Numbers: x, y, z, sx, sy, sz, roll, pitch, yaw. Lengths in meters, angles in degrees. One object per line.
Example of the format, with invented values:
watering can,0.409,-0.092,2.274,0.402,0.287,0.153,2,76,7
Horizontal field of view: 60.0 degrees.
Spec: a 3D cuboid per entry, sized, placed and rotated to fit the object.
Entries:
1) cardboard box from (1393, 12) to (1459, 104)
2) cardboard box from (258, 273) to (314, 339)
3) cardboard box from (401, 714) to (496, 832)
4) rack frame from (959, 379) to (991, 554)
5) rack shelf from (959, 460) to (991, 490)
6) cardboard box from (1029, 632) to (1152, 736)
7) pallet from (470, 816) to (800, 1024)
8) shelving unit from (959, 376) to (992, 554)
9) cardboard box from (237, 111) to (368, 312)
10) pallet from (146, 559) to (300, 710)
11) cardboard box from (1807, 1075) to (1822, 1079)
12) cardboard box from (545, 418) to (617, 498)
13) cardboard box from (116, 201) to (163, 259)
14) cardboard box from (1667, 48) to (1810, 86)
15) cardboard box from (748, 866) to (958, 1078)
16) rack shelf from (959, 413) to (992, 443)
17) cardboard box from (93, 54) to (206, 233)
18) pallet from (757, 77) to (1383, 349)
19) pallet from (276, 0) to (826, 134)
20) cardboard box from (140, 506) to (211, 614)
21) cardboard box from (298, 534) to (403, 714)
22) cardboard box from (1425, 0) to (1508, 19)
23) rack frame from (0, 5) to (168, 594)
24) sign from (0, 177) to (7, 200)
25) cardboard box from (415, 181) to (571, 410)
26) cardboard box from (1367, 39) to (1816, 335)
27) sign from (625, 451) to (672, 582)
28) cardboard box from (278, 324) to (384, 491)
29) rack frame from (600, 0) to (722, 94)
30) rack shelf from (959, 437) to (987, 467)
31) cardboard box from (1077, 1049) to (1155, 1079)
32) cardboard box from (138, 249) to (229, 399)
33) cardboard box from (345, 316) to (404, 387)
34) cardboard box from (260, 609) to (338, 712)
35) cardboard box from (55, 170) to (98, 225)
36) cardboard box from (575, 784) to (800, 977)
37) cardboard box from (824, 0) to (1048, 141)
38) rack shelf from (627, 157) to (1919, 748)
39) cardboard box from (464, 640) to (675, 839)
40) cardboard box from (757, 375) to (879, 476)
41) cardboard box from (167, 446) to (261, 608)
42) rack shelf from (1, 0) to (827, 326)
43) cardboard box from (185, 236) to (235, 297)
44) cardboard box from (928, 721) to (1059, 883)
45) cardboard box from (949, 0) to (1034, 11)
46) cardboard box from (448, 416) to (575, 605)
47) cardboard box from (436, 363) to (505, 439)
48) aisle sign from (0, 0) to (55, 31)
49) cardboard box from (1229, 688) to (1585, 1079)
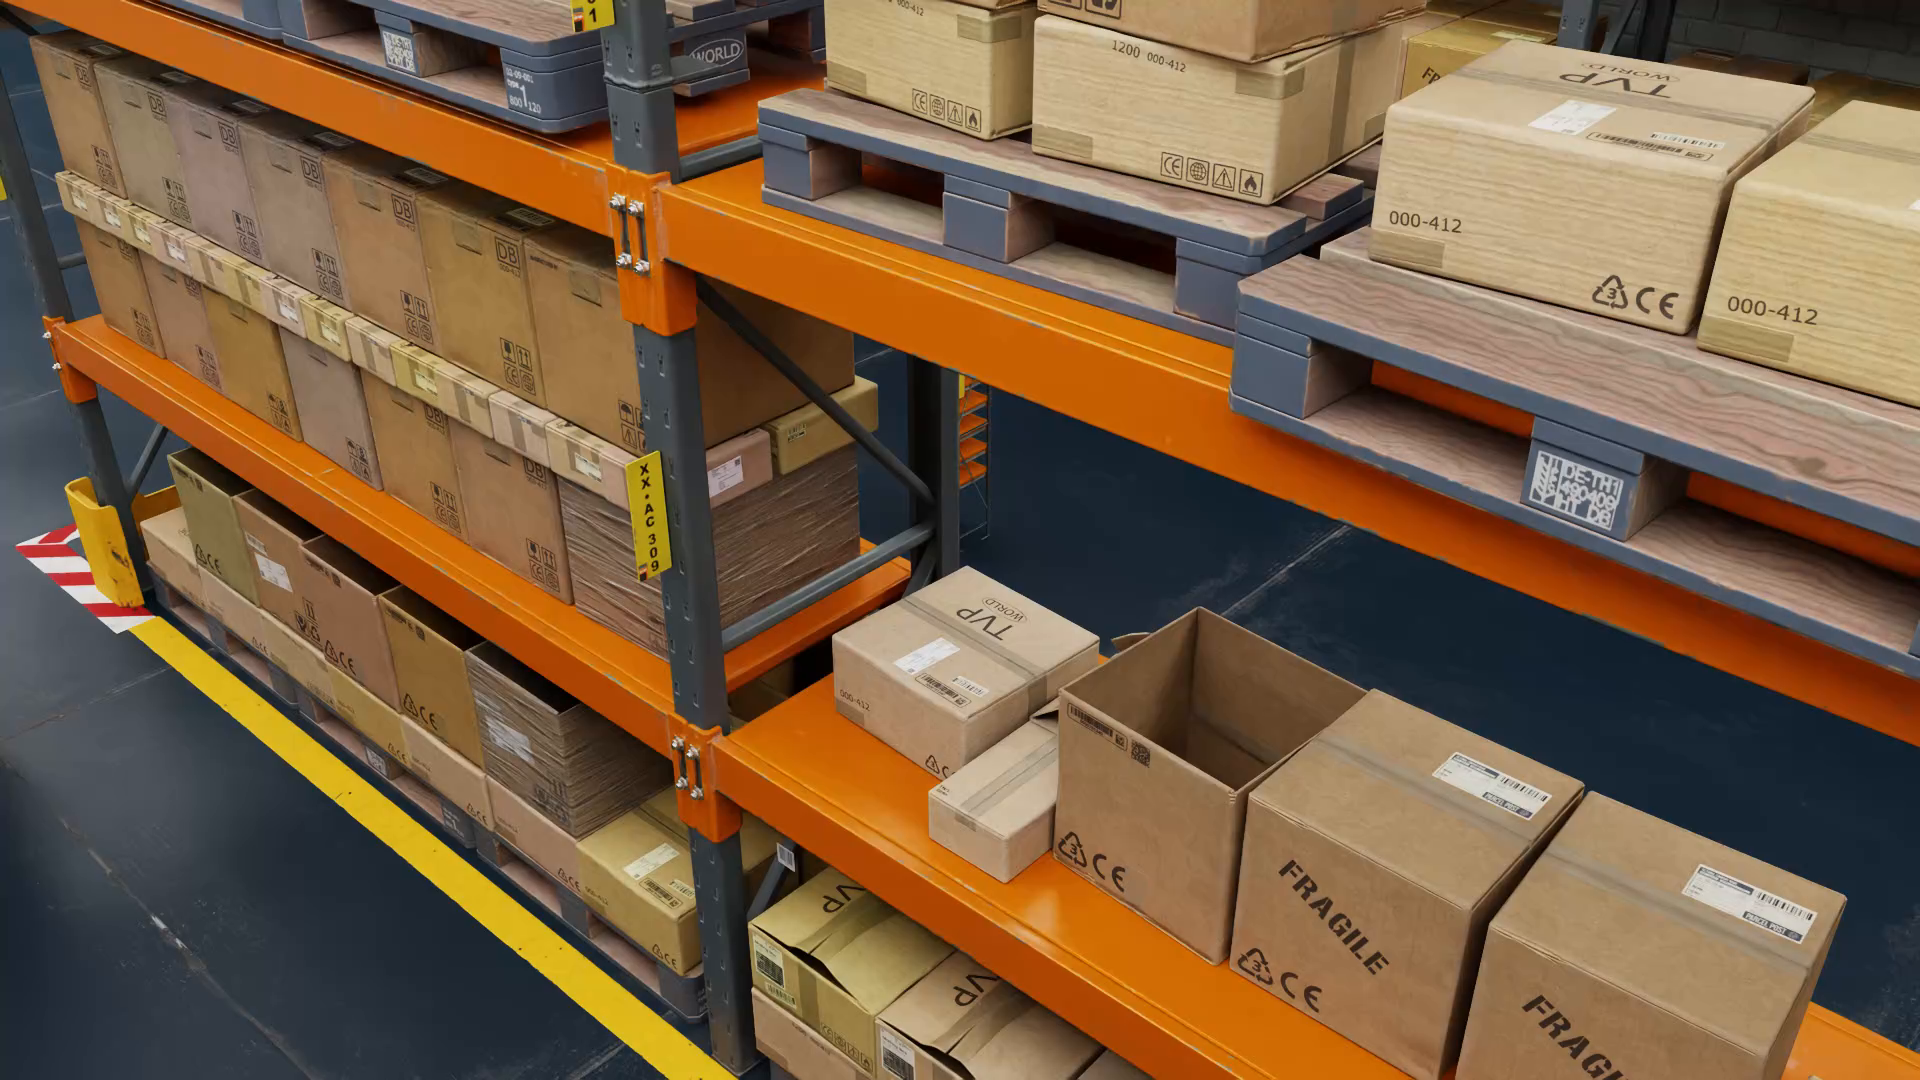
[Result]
cardboard box,2.010,-2.240,7.961,0.500,0.500,0.500,25,39,35
cardboard box,-2.060,-0.817,5.474,0.250,0.149,0.380,25,39,36
cardboard box,-1.615,0.714,5.914,0.500,0.250,0.500,25,39,35
rack frame,0.057,-0.487,7.396,0.006,1.200,0.240,25,39,35
rack shelf,-0.011,-0.275,7.596,0.180,0.103,0.258,25,39,35
cardboard box,0.395,0.429,4.260,0.258,0.266,0.396,24,38,34
pallet,-0.941,1.041,5.817,1.213,0.211,1.003,25,39,35
shelving unit,-0.011,-0.519,7.449,0.189,1.200,0.258,25,39,35
cardboard box,-1.829,-1.134,5.370,0.500,0.500,0.700,25,39,35
pallet,-2.750,0.196,7.219,1.213,0.211,1.003,25,39,35
cardboard box,1.603,1.209,3.076,0.380,0.149,0.250,-26,40,-36
cardboard box,-0.907,-0.282,4.584,0.250,0.149,0.380,24,39,34
cardboard box,-2.817,-1.173,6.064,0.250,0.149,0.380,25,39,35
cardboard box,3.296,-1.801,7.309,0.500,0.500,0.700,25,39,35
cardboard box,-0.240,1.133,4.674,0.500,0.311,0.500,25,39,35
rack shelf,-0.011,-0.481,7.472,0.180,0.103,0.258,25,39,35
cardboard box,-2.575,-1.481,5.947,0.500,0.500,0.700,24,38,34
pallet,0.283,-0.766,3.391,1.217,0.209,0.805,23,38,33
pallet,-1.029,-1.395,4.337,1.213,0.211,1.003,25,39,35
cardboard box,-3.097,0.022,7.065,0.500,0.250,0.500,25,39,35
cardboard box,-1.987,0.220,6.007,0.500,0.500,0.500,25,39,35
cardboard box,2.352,-2.447,8.305,0.500,0.500,0.500,25,39,35
rack frame,-3.345,-1.247,6.913,0.127,3.000,1.000,25,39,35
sign,-3.722,-1.442,6.321,0.005,0.325,0.100,25,39,35
cardboard box,-1.088,-0.787,4.794,0.500,0.500,0.700,25,39,35
cardboard box,0.997,-0.578,2.632,0.500,0.250,0.500,21,37,31
sign,-0.751,-0.055,4.017,0.005,0.325,0.100,25,39,35
cardboard box,-1.858,-0.589,5.723,0.500,0.500,0.700,26,40,36
rack frame,-0.380,-2.433,3.067,0.127,3.000,1.000,25,39,35
rack shelf,-0.011,-0.378,7.534,0.180,0.103,0.258,25,39,35
cardboard box,0.512,1.487,4.086,0.500,0.311,0.500,24,38,34
cardboard box,-2.615,-0.944,6.312,0.500,0.500,0.700,26,40,36
cardboard box,-1.665,-0.636,5.172,0.250,0.149,0.380,26,40,36
cardboard box,-2.353,0.366,6.492,0.500,0.250,0.500,25,39,35
cardboard box,-3.199,-1.350,6.358,0.250,0.149,0.380,25,39,35
cardboard box,-0.870,1.058,5.342,0.500,0.250,0.500,25,39,35
cardboard box,0.071,-1.047,3.410,0.500,0.250,0.500,-25,39,-35
rack shelf,1.103,-0.148,2.876,4.000,0.370,1.077,25,39,35
cardboard box,-1.233,0.560,5.444,0.500,0.500,0.500,25,39,35
cardboard box,-0.449,-0.351,4.698,0.250,0.149,0.380,25,39,35
cardboard box,-2.725,-0.127,6.585,0.500,0.500,0.500,25,39,35
rack shelf,-1.863,-1.532,5.175,4.000,0.370,1.077,25,39,35
cardboard box,-2.432,-0.993,5.765,0.250,0.149,0.380,24,38,34
cardboard box,0.140,0.630,4.039,0.250,0.149,0.380,25,39,35
cardboard box,0.051,-1.356,3.197,0.500,0.500,0.500,26,39,36
cardboard box,-1.108,-0.237,5.138,0.500,0.500,0.700,25,39,35
cardboard box,-1.298,-0.462,4.884,0.250,0.149,0.380,25,39,35
aisle sign,-3.600,-2.267,6.086,0.004,0.787,0.394,25,39,35
cardboard box,0.941,0.722,3.545,0.500,0.500,0.500,25,39,35
